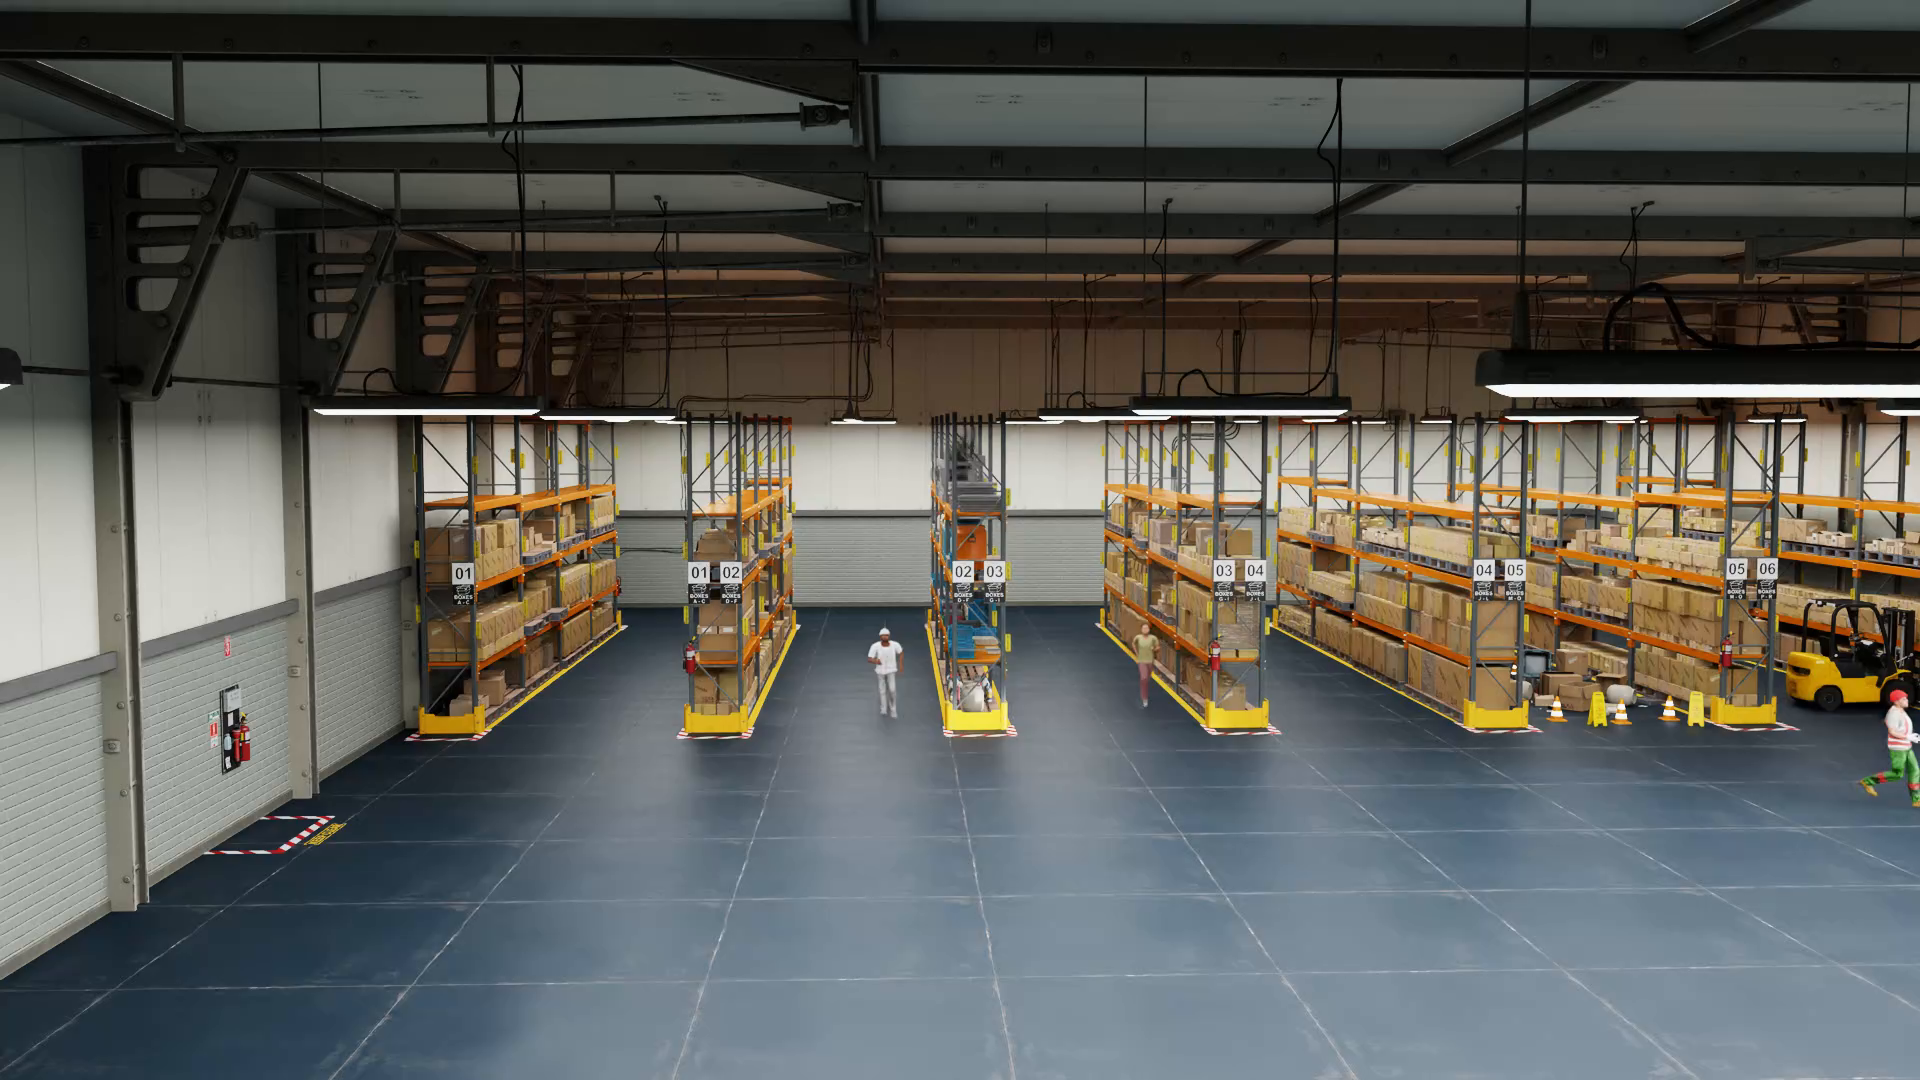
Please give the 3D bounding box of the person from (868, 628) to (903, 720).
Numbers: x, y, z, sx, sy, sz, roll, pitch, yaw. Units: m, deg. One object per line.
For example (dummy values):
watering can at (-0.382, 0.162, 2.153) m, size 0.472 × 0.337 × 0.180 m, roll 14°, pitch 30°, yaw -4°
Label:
person at (-1.458, 2.622, 32.620) m, size 0.700 × 1.788 × 0.737 m, roll 0°, pitch 4°, yaw -3°

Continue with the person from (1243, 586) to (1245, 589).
person at (7.906, 1.827, 45.087) m, size 0.552 × 1.720 × 0.750 m, roll 0°, pitch 4°, yaw 0°

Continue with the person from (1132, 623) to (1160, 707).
person at (3.858, 2.549, 34.342) m, size 0.555 × 1.703 × 0.874 m, roll 0°, pitch 4°, yaw -3°

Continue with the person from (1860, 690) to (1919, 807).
person at (14.145, 3.131, 25.038) m, size 0.993 × 1.760 × 0.672 m, roll 3°, pitch 5°, yaw 39°
